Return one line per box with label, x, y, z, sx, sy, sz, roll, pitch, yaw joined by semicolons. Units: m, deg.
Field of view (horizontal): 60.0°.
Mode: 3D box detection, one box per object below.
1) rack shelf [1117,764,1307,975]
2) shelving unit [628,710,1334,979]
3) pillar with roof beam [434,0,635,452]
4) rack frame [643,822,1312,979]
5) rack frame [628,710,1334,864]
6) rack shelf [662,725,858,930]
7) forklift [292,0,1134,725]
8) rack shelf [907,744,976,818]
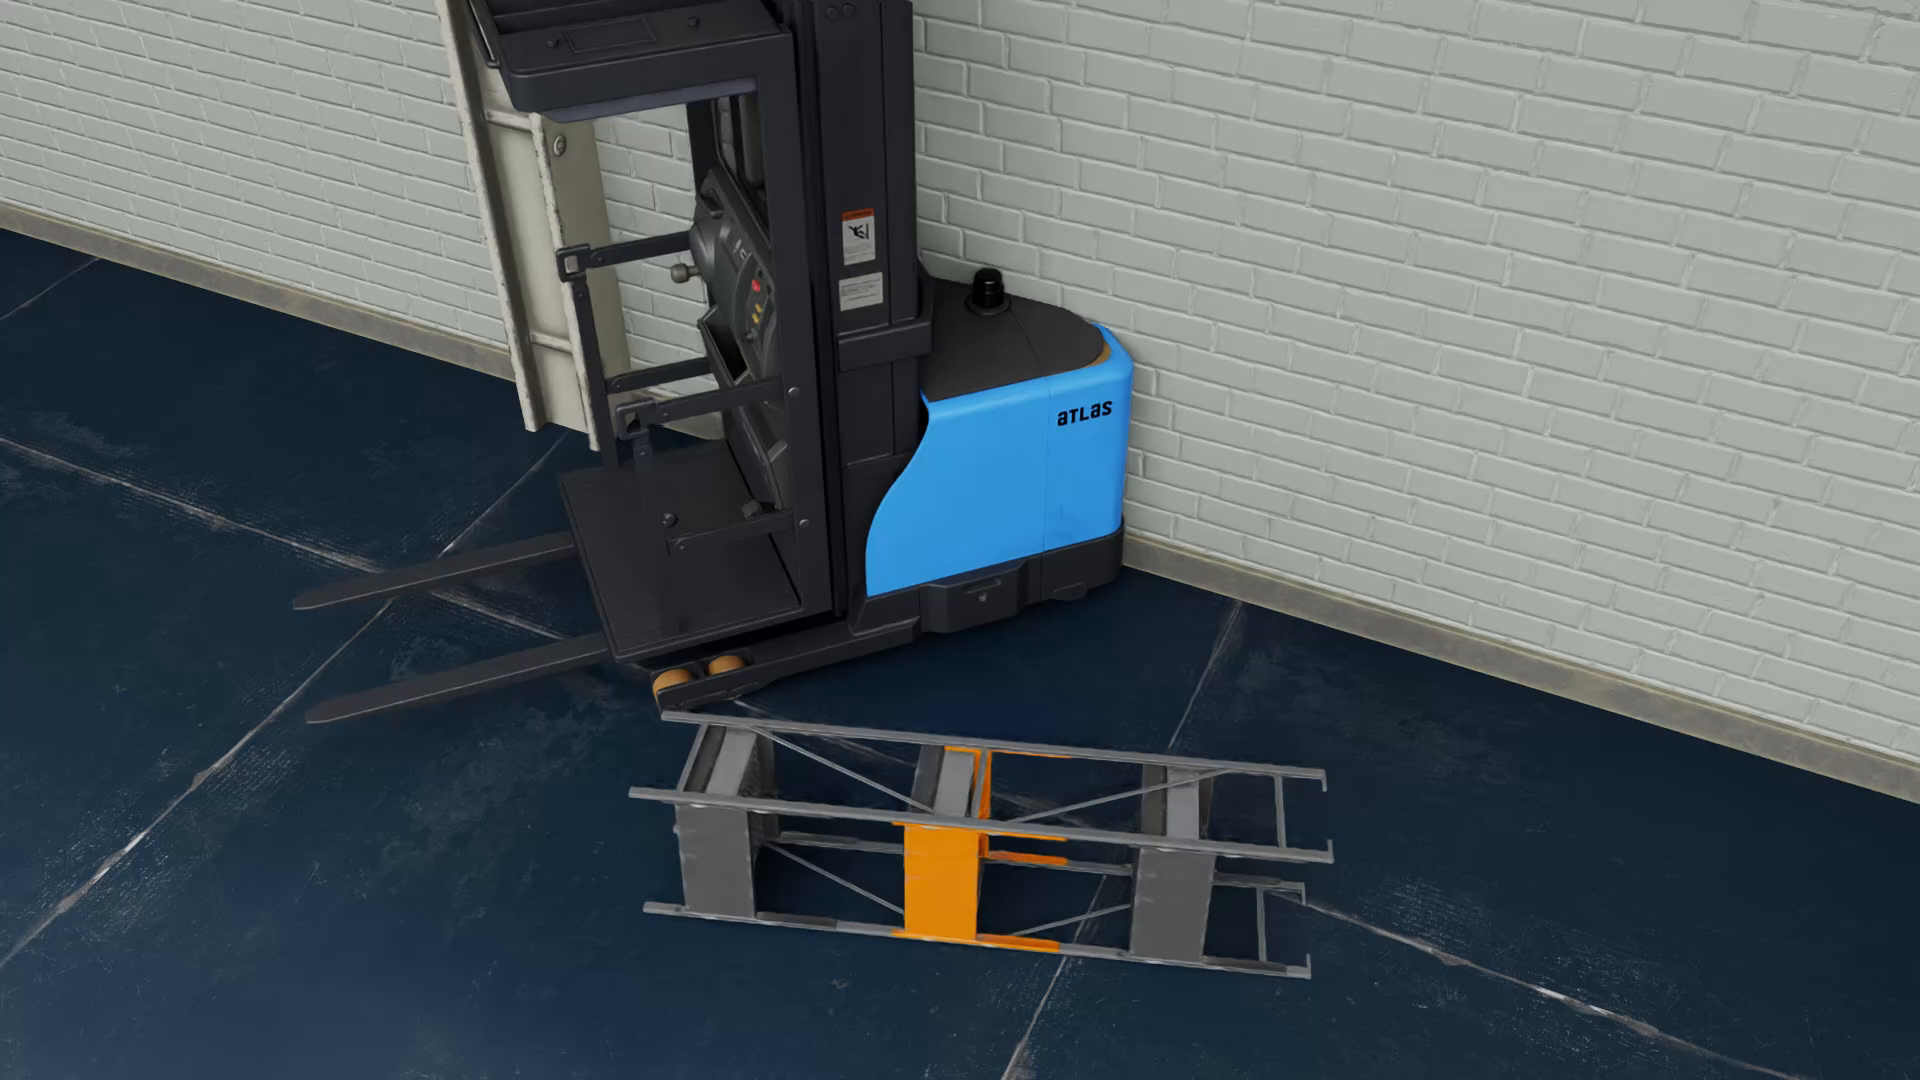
rack shelf;0.771;1.003;5.160;0.518;0.480;0.431;4;34;5
shelving unit;0.062;0.947;5.223;2.100;0.503;0.431;4;34;5
pillar with roof beam;-3.491;-1.371;1.461;0.400;9.000;9.100;17;44;19
rack frame;0.058;1.151;5.358;2.100;0.015;0.400;4;34;5
rack frame;0.066;0.744;5.089;2.100;0.015;0.400;4;34;5
rack shelf;-0.619;0.894;5.284;0.518;0.480;0.431;4;34;5
forklift;-0.940;-0.871;5.517;3.031;2.935;1.130;-14;43;-16
rack shelf;-0.060;0.938;5.234;0.174;0.457;0.368;4;34;5
